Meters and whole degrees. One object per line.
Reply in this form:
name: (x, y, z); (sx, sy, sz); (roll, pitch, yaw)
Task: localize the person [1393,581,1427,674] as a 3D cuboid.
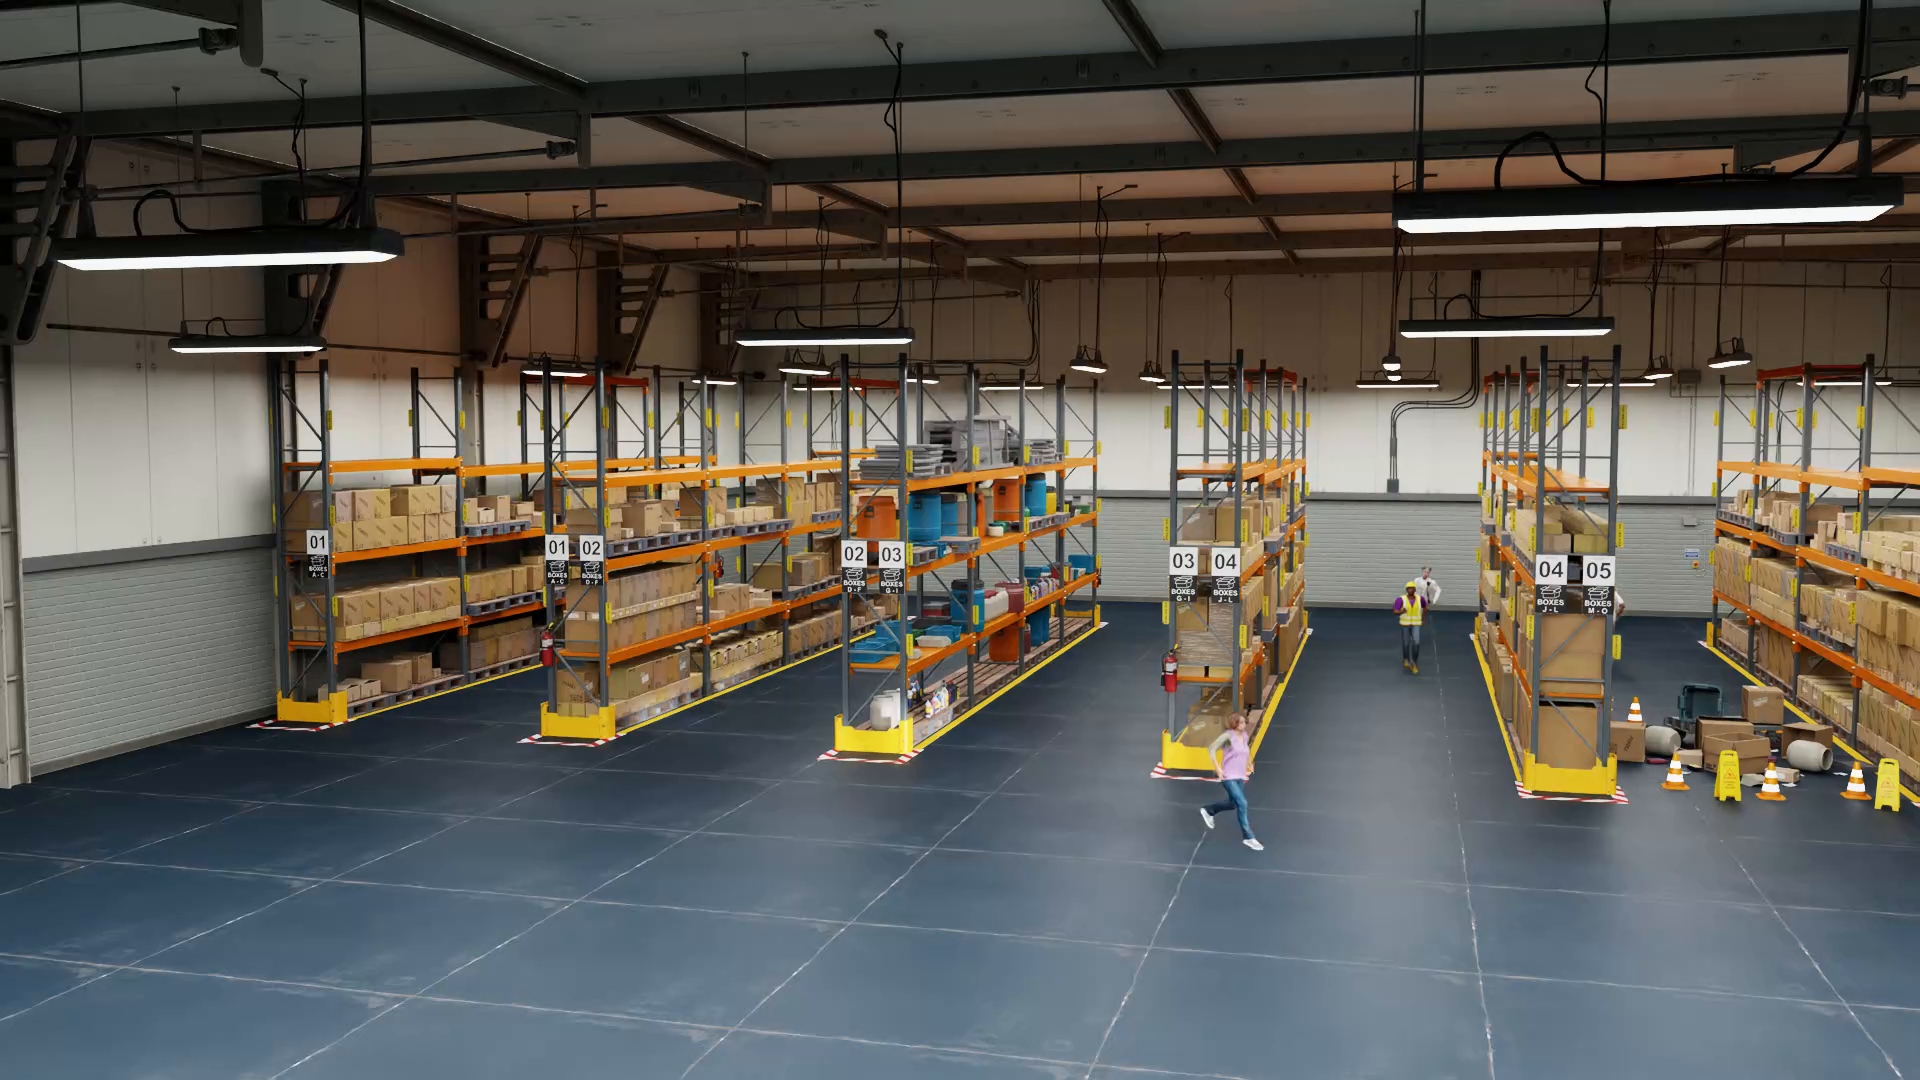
person: (8.973, 1.733, 33.122); (0.677, 1.822, 0.738); (1, 4, 11)

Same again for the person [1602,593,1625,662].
person: (13.275, 1.676, 34.202); (0.663, 1.784, 0.871); (1, 4, 9)

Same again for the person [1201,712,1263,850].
person: (3.189, 2.807, 19.625); (0.558, 1.585, 0.890); (-4, 5, -41)

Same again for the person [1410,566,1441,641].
person: (10.500, 1.423, 37.773); (0.702, 1.668, 0.860); (3, 5, 33)
